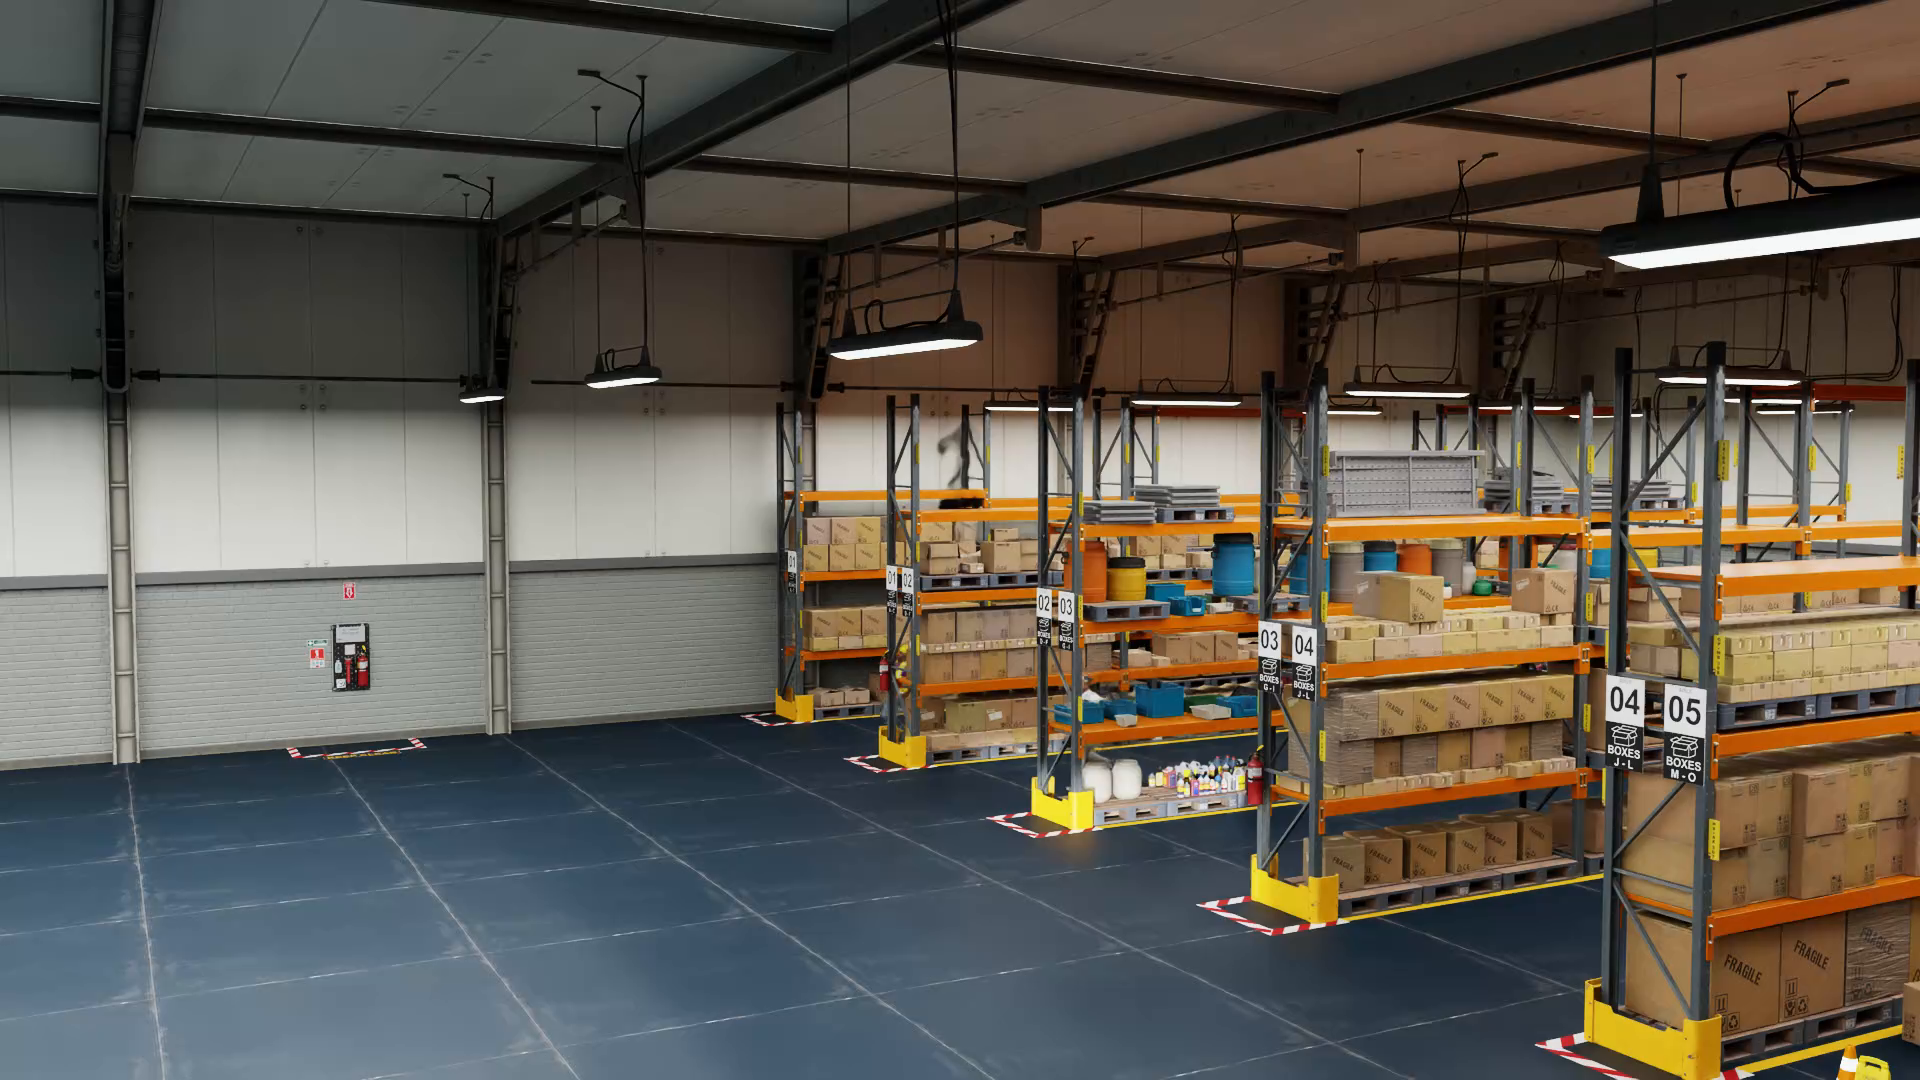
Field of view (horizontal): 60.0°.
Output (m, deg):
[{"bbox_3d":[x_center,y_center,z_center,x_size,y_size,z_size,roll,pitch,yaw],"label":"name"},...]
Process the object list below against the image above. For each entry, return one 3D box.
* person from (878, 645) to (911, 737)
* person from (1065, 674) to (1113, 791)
[{"bbox_3d":[-1.139,2.677,28.978,0.530,1.708,0.761,-2,4,-32],"label":"person"},{"bbox_3d":[1.970,2.872,25.099,0.897,1.761,0.654,-2,4,-27],"label":"person"}]
